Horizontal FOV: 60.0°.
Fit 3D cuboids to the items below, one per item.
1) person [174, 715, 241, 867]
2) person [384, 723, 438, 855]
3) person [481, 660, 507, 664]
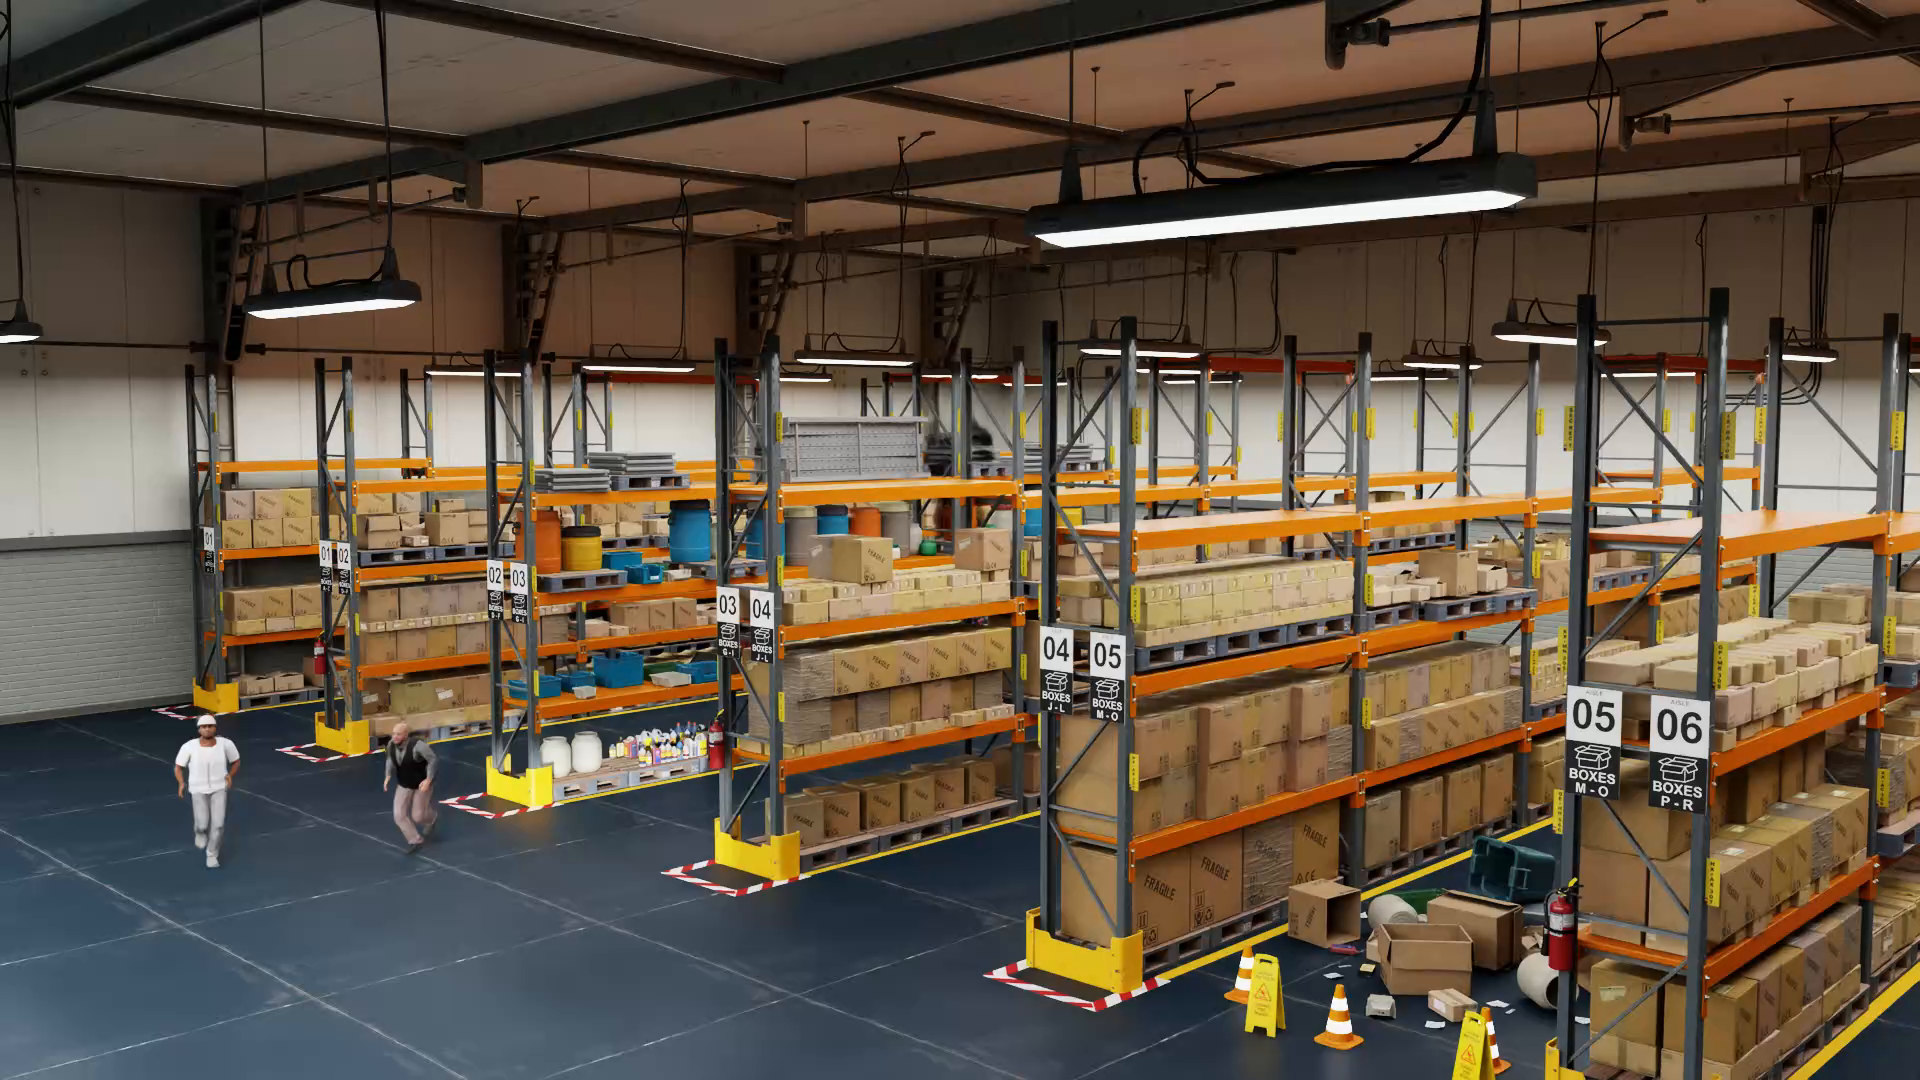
[{"bbox_3d":[-8.609,2.853,19.069,0.702,1.726,0.592,-2,5,-28],"label":"person"},{"bbox_3d":[-6.421,2.885,19.671,0.672,1.586,0.927,1,4,11],"label":"person"},{"bbox_3d":[-8.168,2.007,29.226,0.667,1.793,0.959,3,5,35],"label":"person"}]
